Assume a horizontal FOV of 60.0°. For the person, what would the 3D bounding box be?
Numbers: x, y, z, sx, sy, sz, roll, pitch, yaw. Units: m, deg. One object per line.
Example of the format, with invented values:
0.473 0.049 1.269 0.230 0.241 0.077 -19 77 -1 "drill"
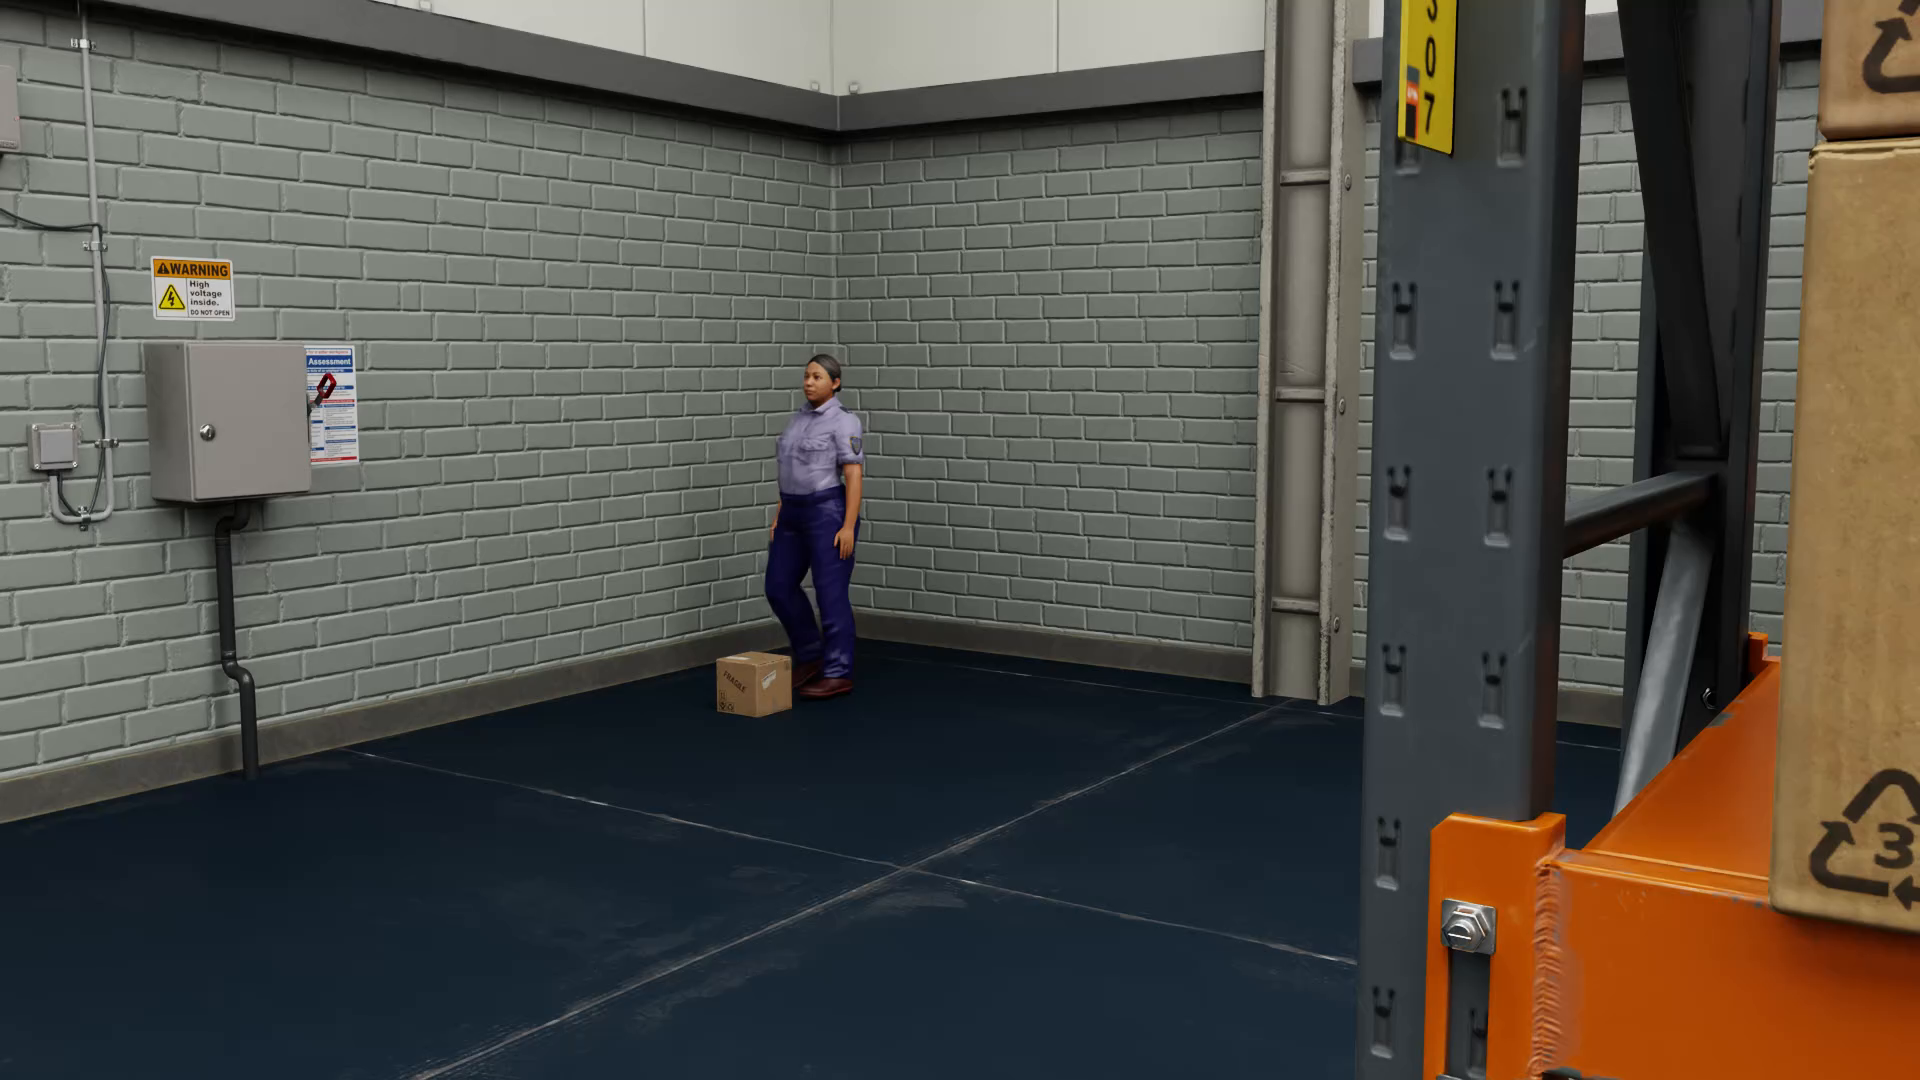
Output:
-0.712 -0.057 8.126 0.385 1.695 0.559 -6 9 -43 "person"
